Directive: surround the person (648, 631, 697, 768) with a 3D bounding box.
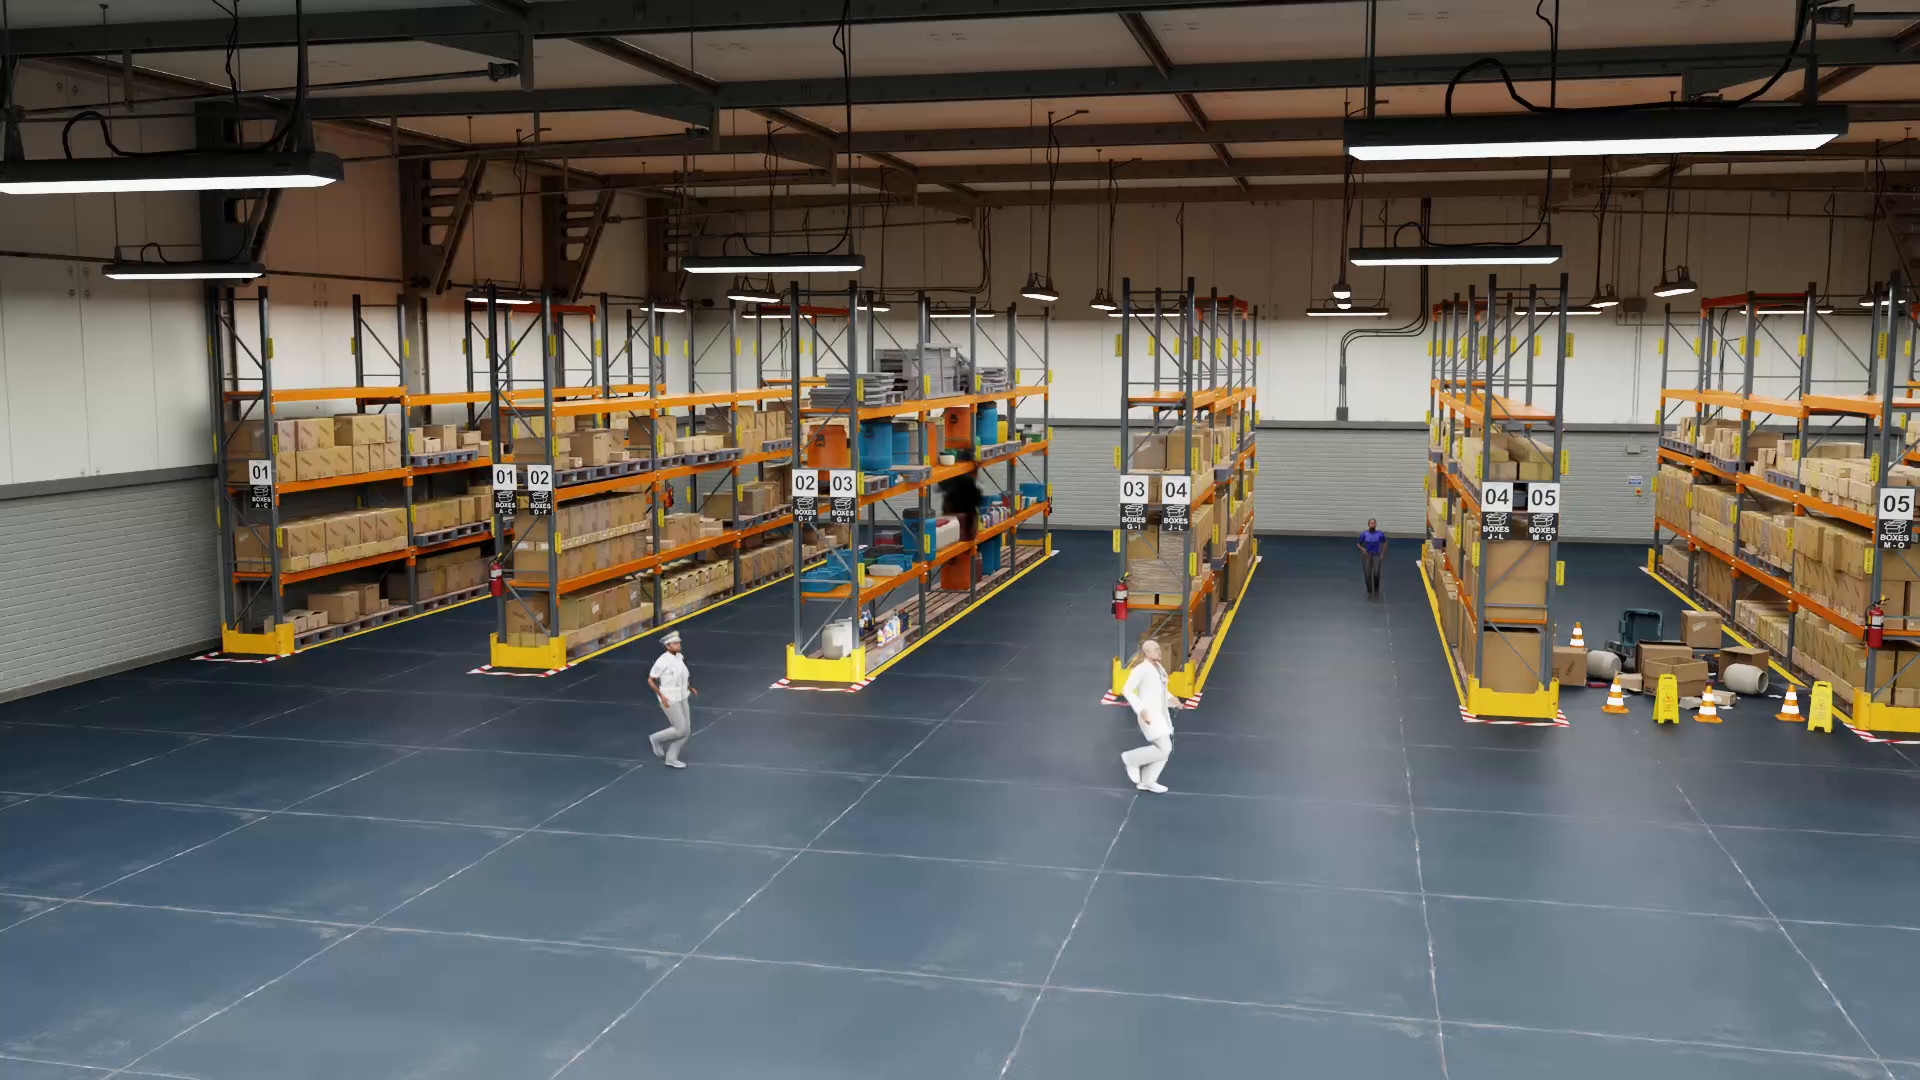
[{"bbox_3d":[-3.421,1.907,19.913,0.559,1.657,0.575,3,7,28],"label":"person"}]

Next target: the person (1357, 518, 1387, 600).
[{"bbox_3d":[8.212,0.387,33.183,0.584,1.641,0.620,2,7,15],"label":"person"}]

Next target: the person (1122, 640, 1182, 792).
[{"bbox_3d":[2.179,1.993,18.790,0.635,1.730,0.708,4,8,33],"label":"person"}]
